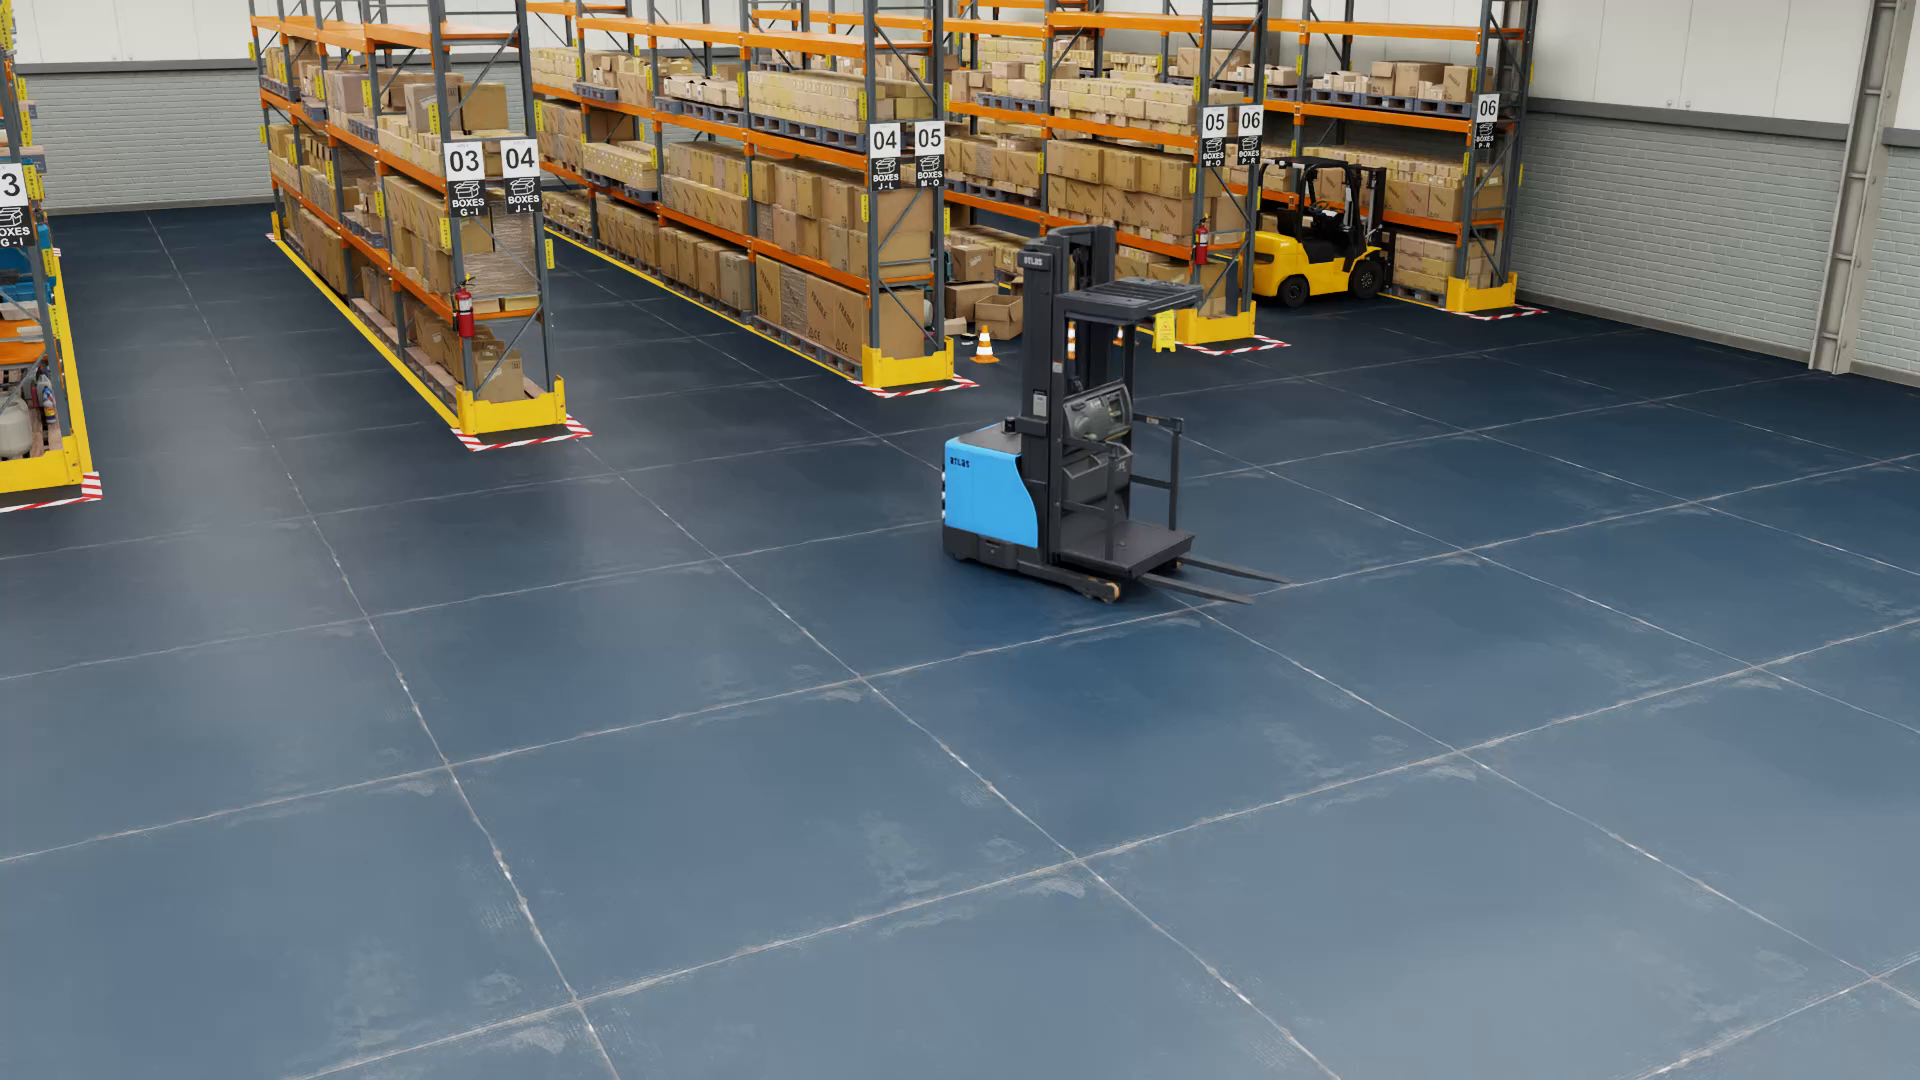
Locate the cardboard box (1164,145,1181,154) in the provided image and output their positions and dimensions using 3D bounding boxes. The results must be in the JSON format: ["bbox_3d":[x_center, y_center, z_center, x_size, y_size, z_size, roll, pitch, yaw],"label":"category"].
[{"bbox_3d":[4.184,-7.306,31.289,0.500,0.250,0.500,-10,21,-27],"label":"cardboard box"}]

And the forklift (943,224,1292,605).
[{"bbox_3d":[1.323,-1.061,13.831,3.031,2.935,1.130,14,24,36],"label":"forklift"}]

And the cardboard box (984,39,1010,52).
[{"bbox_3d":[0.877,-10.873,36.571,0.500,0.250,0.500,-10,22,-27],"label":"cardboard box"}]

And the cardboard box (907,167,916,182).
[{"bbox_3d":[-0.625,-6.574,29.933,0.500,0.250,0.500,-11,22,-29],"label":"cardboard box"}]

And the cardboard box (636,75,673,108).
[{"bbox_3d":[-4.960,-7.334,27.154,0.500,0.500,0.500,-10,21,-27],"label":"cardboard box"}]

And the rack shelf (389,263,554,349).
[{"bbox_3d":[-6.029,-2.943,20.282,1.077,0.370,4.000,-10,21,-27],"label":"rack shelf"}]

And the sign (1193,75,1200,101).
[{"bbox_3d":[3.145,-6.000,22.083,0.100,0.325,0.005,-10,21,-27],"label":"sign"}]

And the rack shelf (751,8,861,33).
[{"bbox_3d":[-3.006,-10.569,33.800,1.077,0.370,4.000,-10,21,-27],"label":"rack shelf"}]

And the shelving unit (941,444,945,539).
[{"bbox_3d":[-0.007,-0.429,15.112,0.258,0.900,0.210,-11,22,-28],"label":"shelving unit"}]

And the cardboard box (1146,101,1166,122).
[{"bbox_3d":[2.936,-5.983,23.166,0.500,0.250,0.500,-10,22,-27],"label":"cardboard box"}]

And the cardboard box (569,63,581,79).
[{"bbox_3d":[-6.807,-8.569,30.350,0.500,0.250,0.500,-11,22,-29],"label":"cardboard box"}]

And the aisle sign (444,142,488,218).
[{"bbox_3d":[-5.314,-3.873,17.891,0.394,0.787,0.004,-10,21,-27],"label":"aisle sign"}]

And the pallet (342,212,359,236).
[{"bbox_3d":[-8.446,-4.726,24.642,1.213,0.211,1.003,-10,21,-27],"label":"pallet"}]

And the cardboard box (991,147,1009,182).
[{"bbox_3d":[0.845,-6.166,27.269,0.500,0.500,0.500,-9,21,-25],"label":"cardboard box"}]

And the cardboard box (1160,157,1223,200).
[{"bbox_3d":[3.208,-5.017,23.048,0.700,0.500,0.500,-11,22,-28],"label":"cardboard box"}]

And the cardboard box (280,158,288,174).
[{"bbox_3d":[-11.946,-6.750,29.986,0.500,0.250,0.500,-10,22,-28],"label":"cardboard box"}]

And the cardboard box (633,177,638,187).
[{"bbox_3d":[-5.220,-5.966,27.683,0.380,0.149,0.250,-10,21,-27],"label":"cardboard box"}]

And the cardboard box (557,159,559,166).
[{"bbox_3d":[-7.613,-7.338,32.303,0.380,0.149,0.250,-9,21,-25],"label":"cardboard box"}]

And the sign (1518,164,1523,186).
[{"bbox_3d":[8.500,-5.544,25.271,0.100,0.325,0.005,-10,21,-27],"label":"sign"}]

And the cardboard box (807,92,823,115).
[{"bbox_3d":[-1.619,-5.566,21.161,0.500,0.250,0.500,-10,21,-27],"label":"cardboard box"}]

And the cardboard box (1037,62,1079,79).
[{"bbox_3d":[1.573,-7.545,26.738,0.500,0.250,0.500,-10,22,-28],"label":"cardboard box"}]

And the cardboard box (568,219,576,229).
[{"bbox_3d":[-7.342,-6.100,32.057,0.380,0.149,0.250,-10,21,-27],"label":"cardboard box"}]

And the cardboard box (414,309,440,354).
[{"bbox_3d":[-6.824,-2.753,21.817,0.500,0.500,0.500,-11,22,-28],"label":"cardboard box"}]

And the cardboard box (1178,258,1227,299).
[{"bbox_3d":[3.491,-3.778,24.022,0.500,0.500,0.500,-11,22,-28],"label":"cardboard box"}]

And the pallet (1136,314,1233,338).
[{"bbox_3d":[3.252,-3.186,24.159,1.003,0.211,1.213,-10,21,-27],"label":"pallet"}]

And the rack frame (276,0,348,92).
[{"bbox_3d":[-10.777,-8.989,27.505,1.000,3.000,0.127,-10,21,-27],"label":"rack frame"}]

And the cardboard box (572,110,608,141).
[{"bbox_3d":[-6.825,-7.646,30.668,0.500,0.500,0.500,-11,22,-29],"label":"cardboard box"}]

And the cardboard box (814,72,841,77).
[{"bbox_3d":[-1.754,-6.246,22.519,0.380,0.149,0.250,-10,21,-26],"label":"cardboard box"}]

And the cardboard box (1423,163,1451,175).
[{"bbox_3d":[7.361,-5.715,25.610,0.380,0.149,0.250,-9,21,-25],"label":"cardboard box"}]

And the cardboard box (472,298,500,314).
[{"bbox_3d":[-5.396,-2.640,18.686,0.380,0.149,0.250,-10,21,-27],"label":"cardboard box"}]

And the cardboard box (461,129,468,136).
[{"bbox_3d":[-5.594,-4.738,19.401,0.380,0.149,0.250,-11,22,-29],"label":"cardboard box"}]

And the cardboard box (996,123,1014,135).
[{"bbox_3d":[1.134,-9.071,36.713,0.500,0.250,0.500,-11,22,-28],"label":"cardboard box"}]

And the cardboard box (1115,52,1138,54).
[{"bbox_3d":[3.311,-9.637,33.114,0.380,0.149,0.250,-9,21,-25],"label":"cardboard box"}]

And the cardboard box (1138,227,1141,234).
[{"bbox_3d":[2.809,-4.496,24.066,0.380,0.149,0.250,-10,21,-26],"label":"cardboard box"}]

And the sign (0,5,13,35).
[{"bbox_3d":[-10.848,-5.909,18.898,0.100,0.325,0.005,-10,21,-27],"label":"sign"}]

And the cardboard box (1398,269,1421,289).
[{"bbox_3d":[7.280,-4.142,26.228,0.500,0.250,0.500,-10,21,-27],"label":"cardboard box"}]

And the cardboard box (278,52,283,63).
[{"bbox_3d":[-11.453,-8.235,28.967,0.700,0.500,0.500,-9,21,-24],"label":"cardboard box"}]

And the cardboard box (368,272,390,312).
[{"bbox_3d":[-8.267,-3.685,24.488,0.700,0.500,0.500,-12,22,-31],"label":"cardboard box"}]

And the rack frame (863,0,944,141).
[{"bbox_3d":[-0.666,-6.284,19.665,1.000,3.000,0.127,-10,21,-27],"label":"rack frame"}]

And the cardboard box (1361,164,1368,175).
[{"bbox_3d":[6.612,-6.011,26.925,0.380,0.149,0.250,-11,22,-28],"label":"cardboard box"}]

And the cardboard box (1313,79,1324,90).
[{"bbox_3d":[6.055,-7.531,27.465,0.380,0.149,0.250,-9,21,-26],"label":"cardboard box"}]

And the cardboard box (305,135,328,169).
[{"bbox_3d":[-10.467,-6.493,27.776,0.797,0.503,0.637,-11,22,-28],"label":"cardboard box"}]

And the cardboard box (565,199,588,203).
[{"bbox_3d":[-7.468,-6.538,32.413,0.380,0.149,0.250,-10,21,-27],"label":"cardboard box"}]

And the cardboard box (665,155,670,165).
[{"bbox_3d":[-4.756,-6.416,28.074,0.380,0.149,0.250,-10,21,-27],"label":"cardboard box"}]

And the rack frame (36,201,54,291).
[{"bbox_3d":[-15.136,-5.386,26.261,1.000,3.000,0.127,-10,21,-27],"label":"rack frame"}]

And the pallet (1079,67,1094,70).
[{"bbox_3d":[2.559,-9.589,34.131,1.213,0.211,1.003,-10,21,-27],"label":"pallet"}]

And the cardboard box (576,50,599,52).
[{"bbox_3d":[-7.136,-9.318,31.908,0.380,0.149,0.250,-11,22,-28],"label":"cardboard box"}]

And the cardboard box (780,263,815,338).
[{"bbox_3d":[-1.897,-3.341,22.946,0.875,0.875,0.875,-10,21,-26],"label":"cardboard box"}]

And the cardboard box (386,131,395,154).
[{"bbox_3d":[-6.734,-4.884,20.436,0.500,0.250,0.500,-10,22,-27],"label":"cardboard box"}]

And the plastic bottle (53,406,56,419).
[{"bbox_3d":[-10.074,-1.425,18.397,0.097,0.201,0.097,0,19,0],"label":"plastic bottle"}]

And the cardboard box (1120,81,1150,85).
[{"bbox_3d":[2.594,-6.714,24.673,0.380,0.149,0.250,-10,22,-28],"label":"cardboard box"}]

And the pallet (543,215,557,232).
[{"bbox_3d":[-7.873,-6.462,33.654,1.003,0.211,1.213,-10,21,-27],"label":"pallet"}]

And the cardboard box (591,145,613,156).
[{"bbox_3d":[-6.325,-6.916,29.524,0.380,0.149,0.250,-10,21,-26],"label":"cardboard box"}]

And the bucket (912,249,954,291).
[{"bbox_3d":[-0.472,-4.085,25.179,0.726,0.611,0.620,-3,9,-8],"label":"bucket"}]

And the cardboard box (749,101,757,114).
[{"bbox_3d":[-2.692,-5.984,22.982,0.380,0.149,0.250,-10,22,-28],"label":"cardboard box"}]

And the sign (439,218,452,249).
[{"bbox_3d":[-5.577,-3.325,18.028,0.100,0.325,0.005,-10,21,-27],"label":"sign"}]
